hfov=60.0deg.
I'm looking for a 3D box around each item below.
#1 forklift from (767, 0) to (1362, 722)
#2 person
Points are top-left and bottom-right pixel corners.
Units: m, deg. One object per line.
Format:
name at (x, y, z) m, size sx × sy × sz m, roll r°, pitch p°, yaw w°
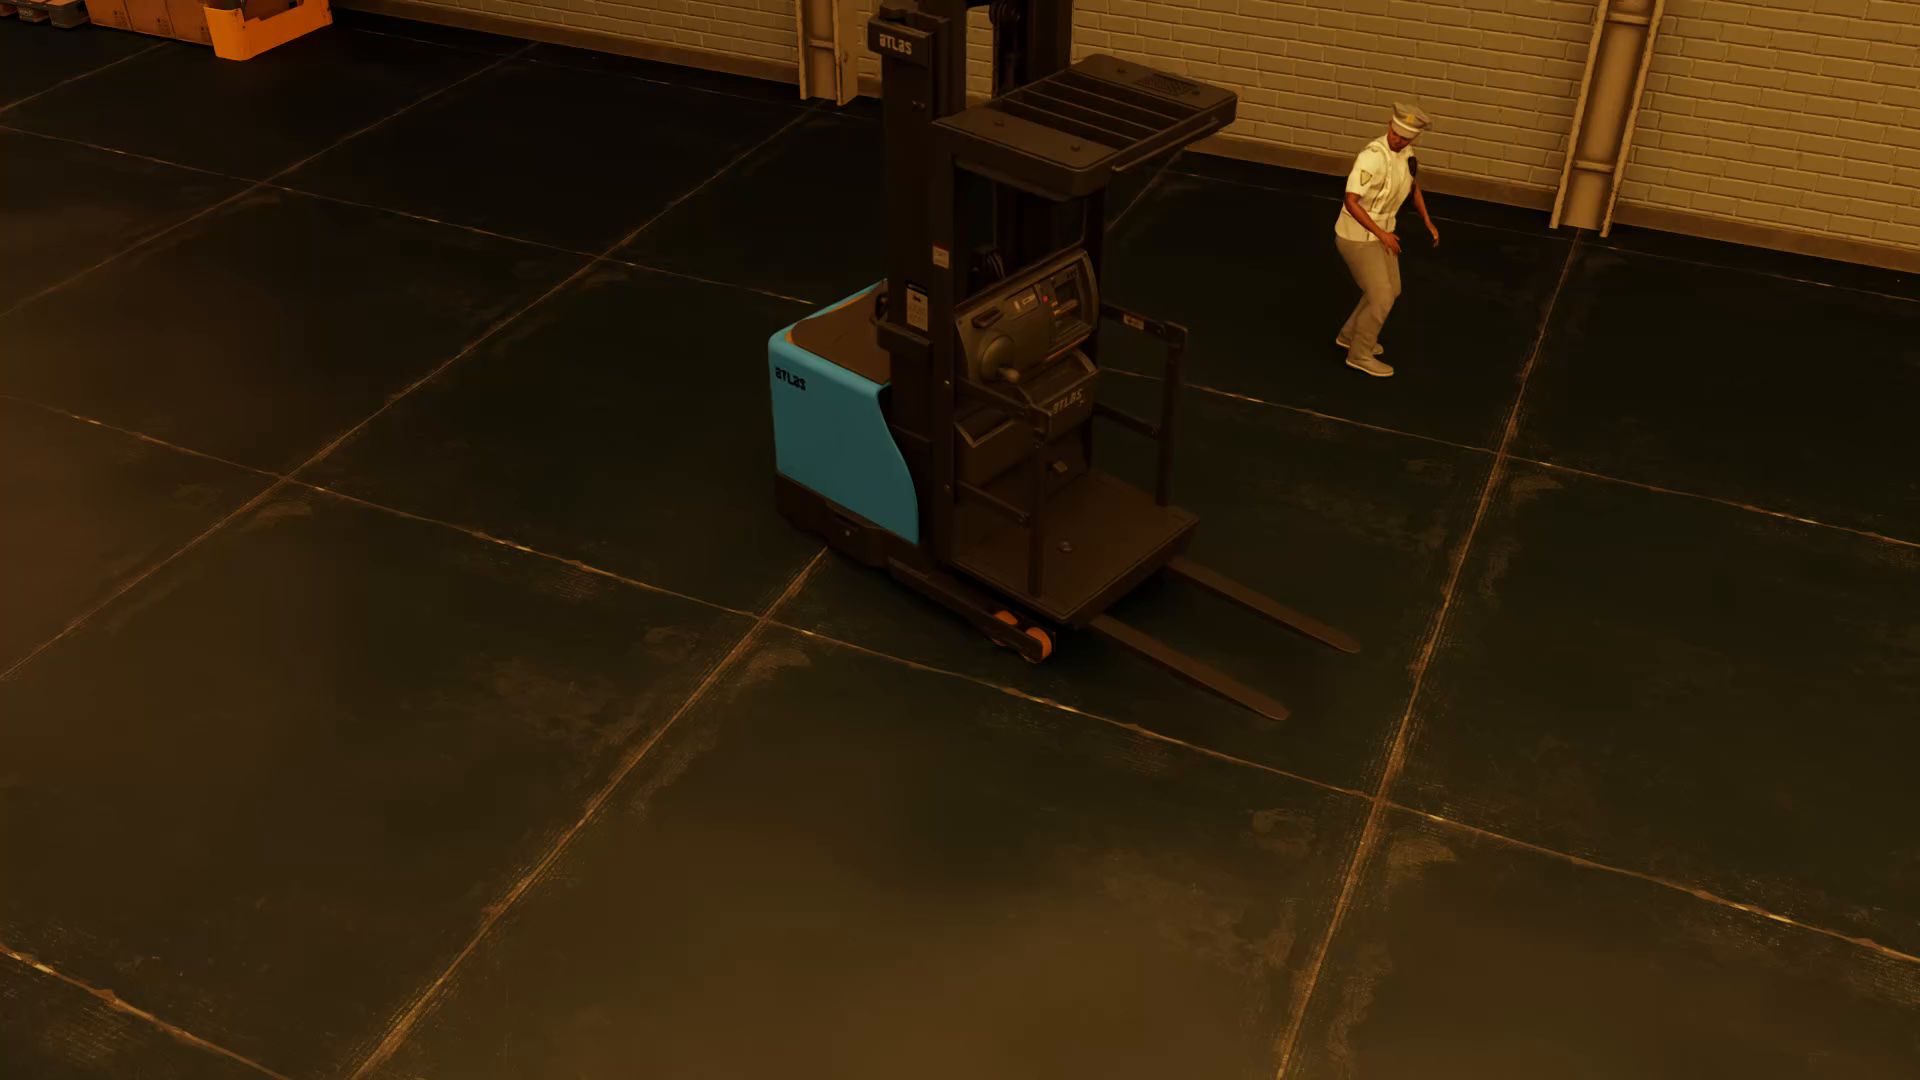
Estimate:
forklift at (0.471, -0.962, 7.435) m, size 3.031 × 2.935 × 1.130 m, roll 27°, pitch 44°, yaw 33°
person at (2.467, -1.767, 9.715) m, size 0.494 × 1.626 × 0.678 m, roll 24°, pitch 42°, yaw 30°
